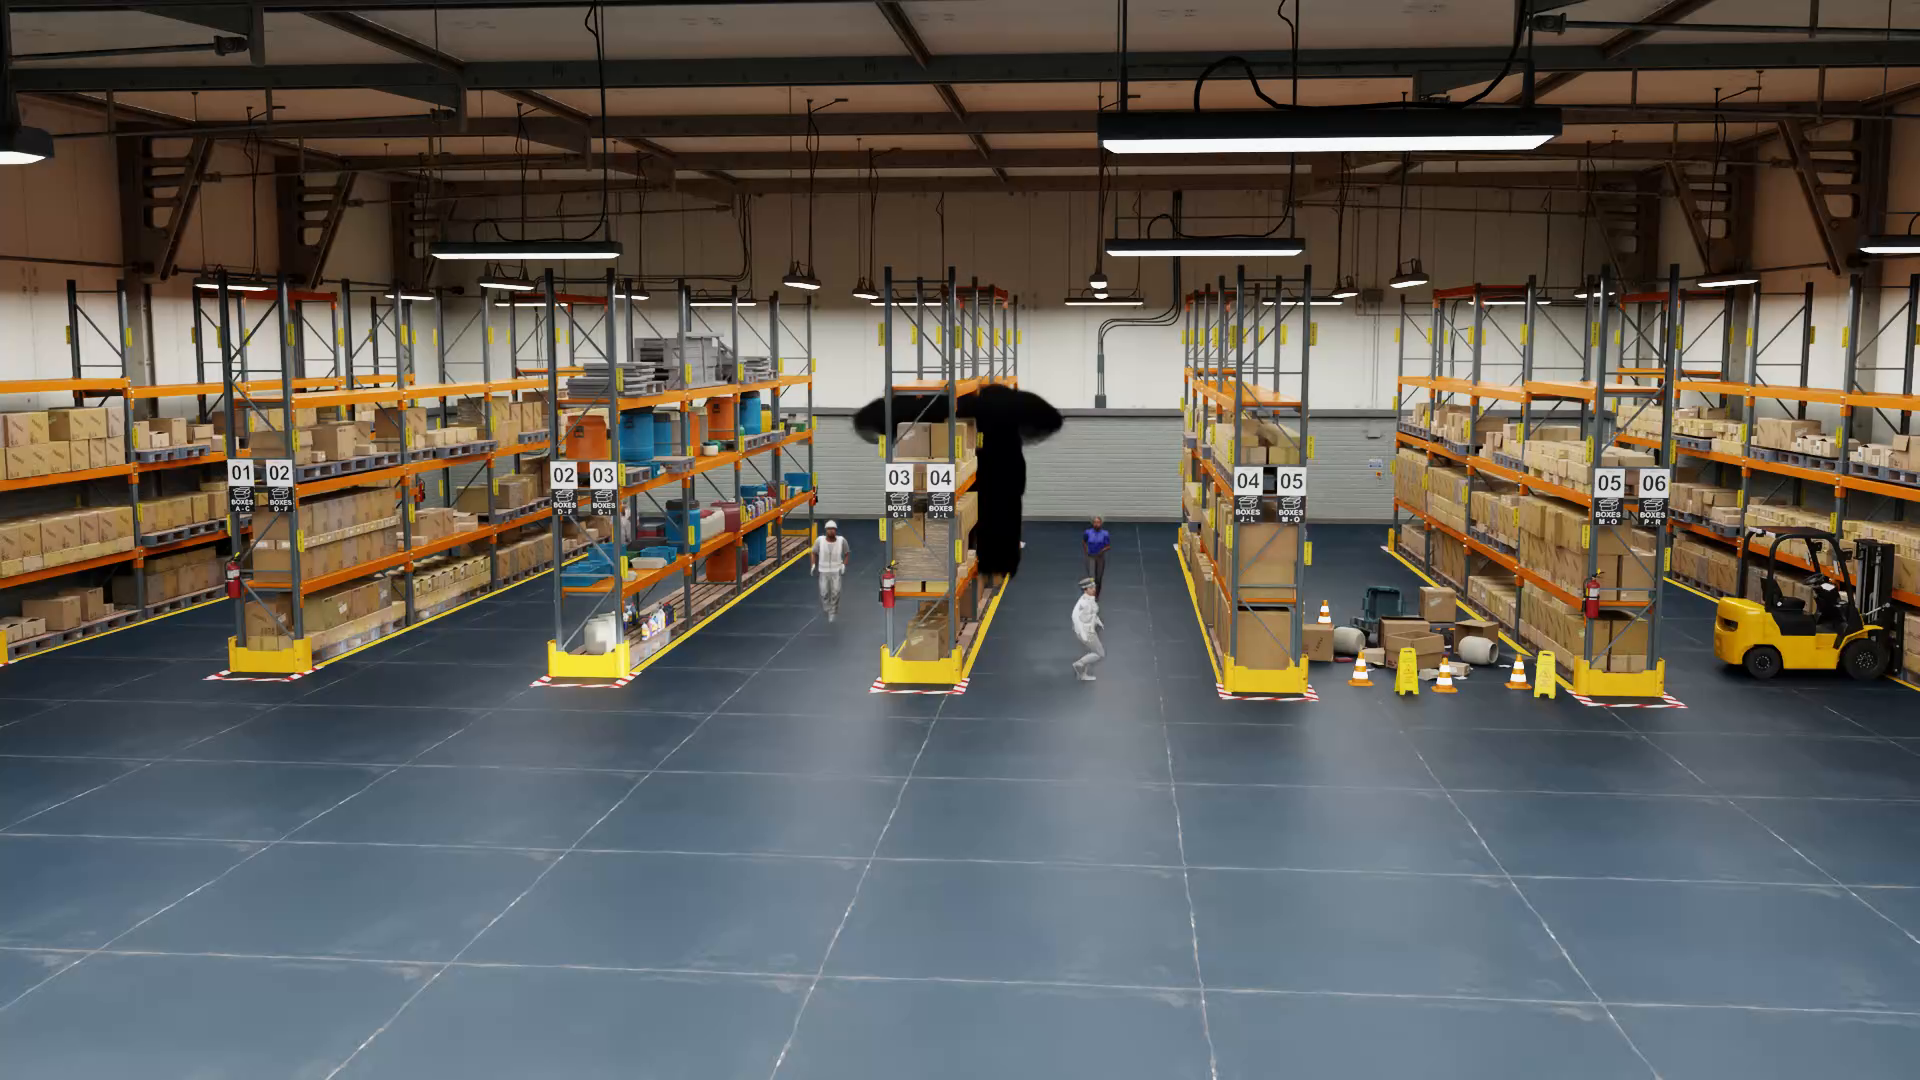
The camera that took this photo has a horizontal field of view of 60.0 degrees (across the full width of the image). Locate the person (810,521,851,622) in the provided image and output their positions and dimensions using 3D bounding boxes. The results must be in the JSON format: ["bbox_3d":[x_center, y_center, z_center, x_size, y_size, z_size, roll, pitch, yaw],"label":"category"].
[{"bbox_3d":[-2.202,0.524,28.321,0.678,1.728,0.629,0,7,-1],"label":"person"}]

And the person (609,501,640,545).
[{"bbox_3d":[-7.120,-0.075,35.368,0.667,1.587,0.911,-2,7,-16],"label":"person"}]

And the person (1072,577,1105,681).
[{"bbox_3d":[1.853,1.312,24.009,0.494,1.586,0.724,2,7,13],"label":"person"}]

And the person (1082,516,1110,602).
[{"bbox_3d":[2.450,0.400,29.850,0.469,1.656,0.803,0,7,-3],"label":"person"}]
